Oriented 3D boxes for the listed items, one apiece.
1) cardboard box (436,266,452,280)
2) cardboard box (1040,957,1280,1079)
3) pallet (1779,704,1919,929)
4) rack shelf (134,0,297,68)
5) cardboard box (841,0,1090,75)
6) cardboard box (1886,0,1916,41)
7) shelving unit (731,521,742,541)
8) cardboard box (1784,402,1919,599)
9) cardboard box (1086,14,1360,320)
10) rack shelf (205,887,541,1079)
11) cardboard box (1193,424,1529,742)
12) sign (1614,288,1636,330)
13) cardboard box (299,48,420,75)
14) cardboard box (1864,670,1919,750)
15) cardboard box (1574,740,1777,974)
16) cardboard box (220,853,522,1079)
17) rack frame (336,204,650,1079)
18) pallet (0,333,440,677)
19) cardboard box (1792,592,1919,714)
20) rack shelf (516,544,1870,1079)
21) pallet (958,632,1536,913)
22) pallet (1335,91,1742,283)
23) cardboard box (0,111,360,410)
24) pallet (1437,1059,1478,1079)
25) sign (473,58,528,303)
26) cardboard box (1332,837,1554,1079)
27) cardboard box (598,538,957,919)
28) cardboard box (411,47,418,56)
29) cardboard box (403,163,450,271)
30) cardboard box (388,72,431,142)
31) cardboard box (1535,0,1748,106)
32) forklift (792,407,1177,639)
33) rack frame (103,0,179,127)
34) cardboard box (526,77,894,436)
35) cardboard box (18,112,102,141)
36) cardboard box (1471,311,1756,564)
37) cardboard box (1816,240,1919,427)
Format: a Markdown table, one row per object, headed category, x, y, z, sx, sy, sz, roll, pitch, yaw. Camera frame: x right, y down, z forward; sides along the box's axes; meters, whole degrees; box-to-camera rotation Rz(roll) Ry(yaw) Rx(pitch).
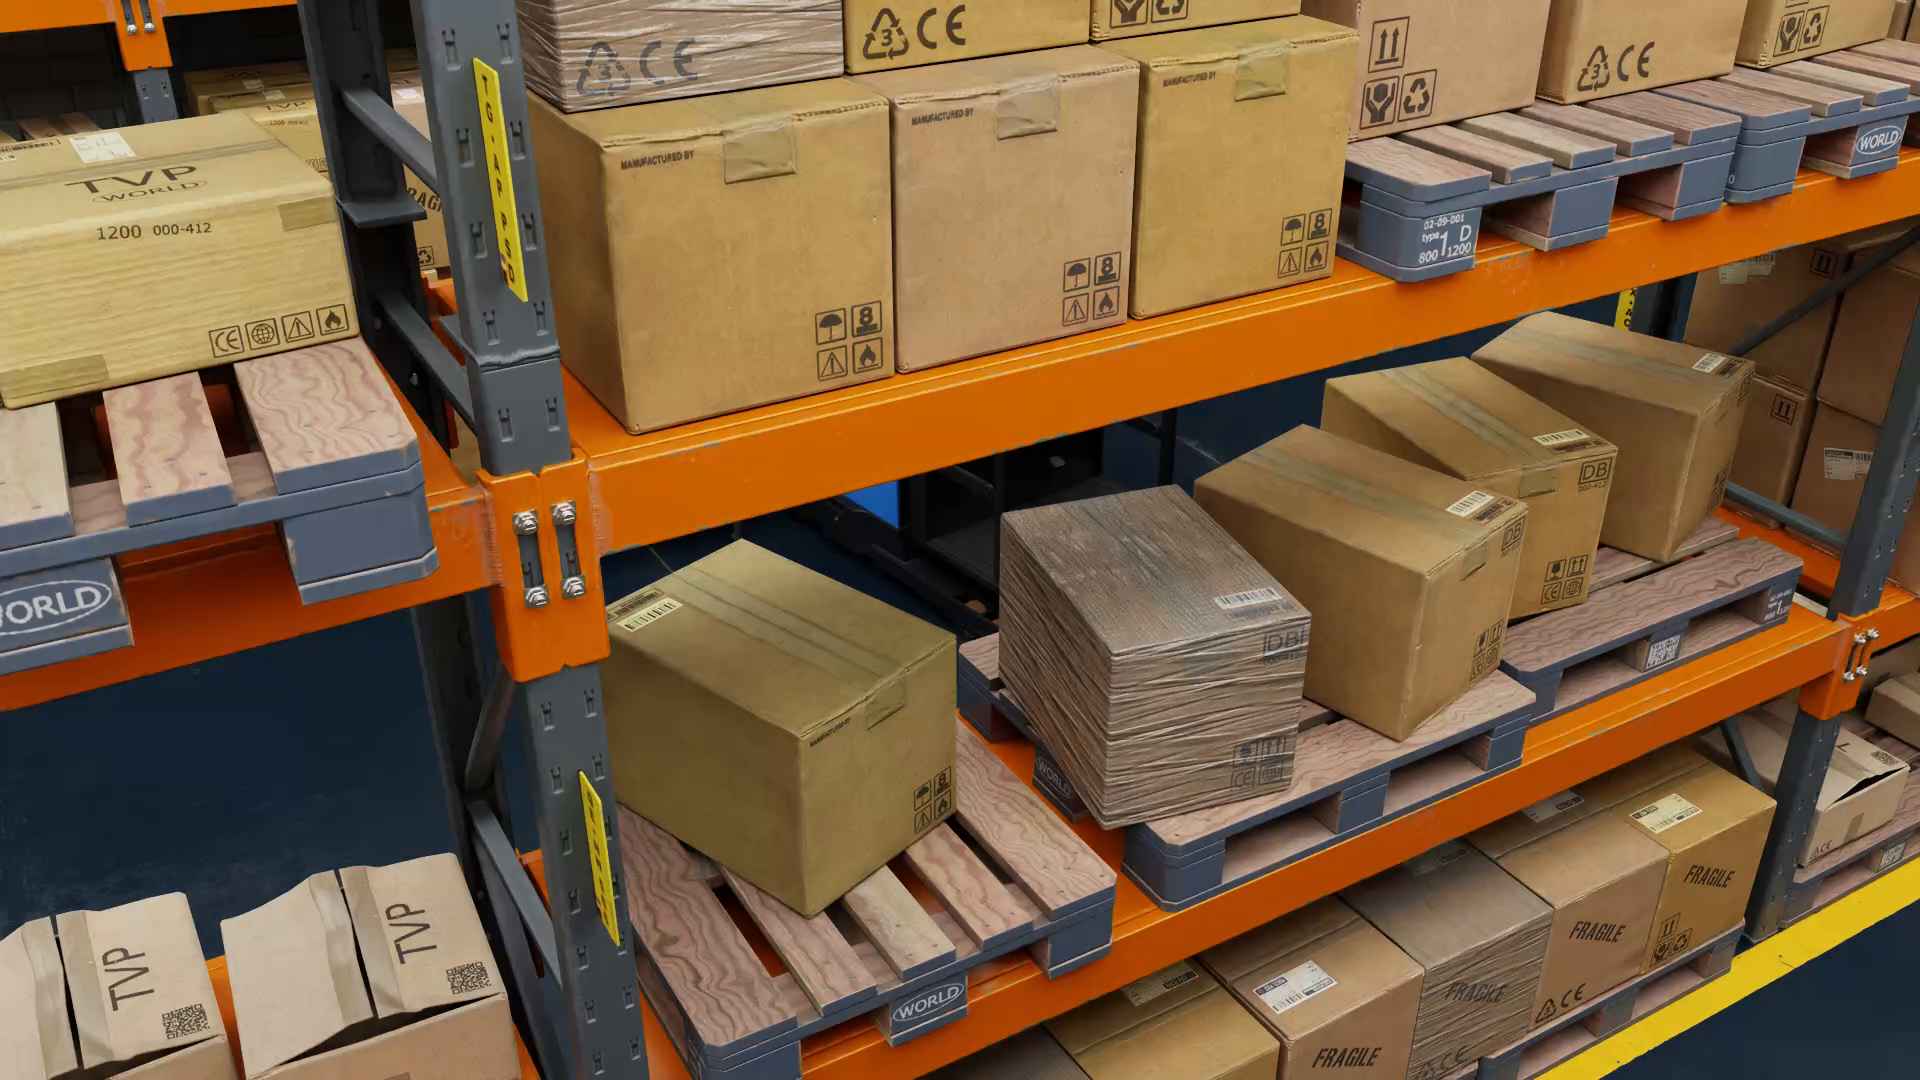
| category | x | y | z | sx | sy | sz | roll | pitch | yaw |
| --- | --- | --- | --- | --- | --- | --- | --- | --- | --- |
| cardboard box | -2.382 | -1.306 | 7.752 | 0.250 | 0.149 | 0.380 | -16 | 33 | -27 |
| cardboard box | 0.503 | 1.498 | 4.563 | 0.500 | 0.500 | 0.500 | -16 | 33 | -27 |
| pallet | 3.123 | 0.914 | 6.376 | 1.213 | 0.211 | 1.003 | -16 | 33 | -26 |
| rack shelf | -1.707 | -2.711 | 7.697 | 4.000 | 0.370 | 1.077 | -16 | 33 | -26 |
| cardboard box | -0.099 | -1.184 | 3.048 | 0.500 | 0.500 | 0.500 | -16 | 33 | -26 |
| cardboard box | 2.815 | -1.617 | 5.126 | 0.500 | 0.250 | 0.500 | -16 | 33 | -26 |
| shelving unit | -1.507 | -0.636 | 7.844 | 0.755 | 1.500 | 0.431 | -16 | 32 | -27 |
| cardboard box | 3.108 | -0.194 | 5.394 | 0.500 | 0.500 | 0.500 | -15 | 32 | -25 |
| cardboard box | 0.329 | -0.890 | 3.551 | 0.500 | 0.500 | 0.910 | -16 | 33 | -26 |
| rack shelf | -2.643 | 1.644 | 2.910 | 4.000 | 0.370 | 1.077 | -16 | 33 | -26 |
| cardboard box | 1.039 | 0.091 | 4.442 | 0.700 | 0.500 | 0.500 | 26 | 38 | 38 |
| sign | 2.249 | -0.742 | 5.595 | 0.005 | 0.325 | 0.100 | -16 | 33 | -26 |
| cardboard box | -2.723 | -2.078 | 7.703 | 0.500 | 0.250 | 0.500 | -17 | 33 | -28 |
| cardboard box | 3.743 | 0.680 | 6.390 | 0.250 | 0.166 | 0.380 | -16 | 33 | -26 |
| cardboard box | 2.250 | 1.003 | 5.460 | 0.500 | 0.500 | 0.500 | -16 | 33 | -27 |
| cardboard box | -1.254 | 0.950 | 3.517 | 0.500 | 0.311 | 0.500 | -14 | 32 | -23 |
| rack frame | -0.918 | 0.840 | 3.624 | 0.127 | 3.000 | 1.000 | -16 | 33 | -26 |
| pallet | -1.458 | -0.187 | 2.576 | 1.003 | 0.211 | 1.213 | -14 | 32 | -24 |
| cardboard box | 3.525 | 0.404 | 6.741 | 0.500 | 0.311 | 0.500 | -16 | 33 | -26 |
| rack shelf | 0.806 | 0.665 | 4.685 | 4.000 | 0.370 | 1.077 | -16 | 33 | -26 |
| pallet | 0.756 | 0.446 | 4.536 | 1.213 | 0.211 | 1.003 | -16 | 33 | -26 |
| pallet | 1.040 | -0.985 | 4.020 | 1.003 | 0.211 | 1.213 | -16 | 33 | -26 |
| cardboard box | -1.281 | -0.457 | 2.590 | 0.500 | 0.250 | 0.500 | -19 | 34 | -30 |
| pallet | 0.795 | 1.597 | 5.138 | 1.213 | 0.211 | 1.003 | -16 | 33 | -26 |
| sign | -0.644 | -0.501 | 2.332 | 0.005 | 0.325 | 0.100 | -16 | 33 | -26 |
| cardboard box | 1.387 | 1.243 | 5.025 | 0.500 | 0.500 | 0.500 | -15 | 32 | -26 |
| cardboard box | -0.432 | 0.411 | 3.862 | 0.700 | 0.500 | 0.500 | 22 | 36 | 34 |
| cardboard box | -2.279 | -2.202 | 7.928 | 0.500 | 0.250 | 0.500 | -17 | 33 | -28 |
| cardboard box | -2.426 | -1.542 | 7.508 | 0.500 | 0.500 | 0.500 | -15 | 32 | -25 |
| cardboard box | -2.446 | -1.870 | 7.325 | 0.500 | 0.250 | 0.500 | -16 | 33 | -27 |
| cardboard box | 1.494 | -1.458 | 4.042 | 0.600 | 0.600 | 0.600 | -16 | 33 | -27 |
| forklift | 0.394 | -1.047 | 7.113 | 1.130 | 2.935 | 3.031 | -21 | 35 | -33 |
| rack frame | -3.431 | -1.223 | 7.361 | 0.127 | 3.000 | 1.000 | -16 | 33 | -26 |
| cardboard box | -0.559 | -0.638 | 3.094 | 0.500 | 0.500 | 0.910 | -16 | 33 | -26 |
| cardboard box | -3.713 | -1.646 | 6.898 | 0.250 | 0.149 | 0.380 | -21 | 35 | -33 |
| cardboard box | 2.009 | -0.344 | 5.231 | 0.700 | 0.500 | 0.500 | 22 | 36 | 34 |
| cardboard box | 3.079 | -0.619 | 5.129 | 0.500 | 0.500 | 0.500 | -15 | 32 | -25 |
